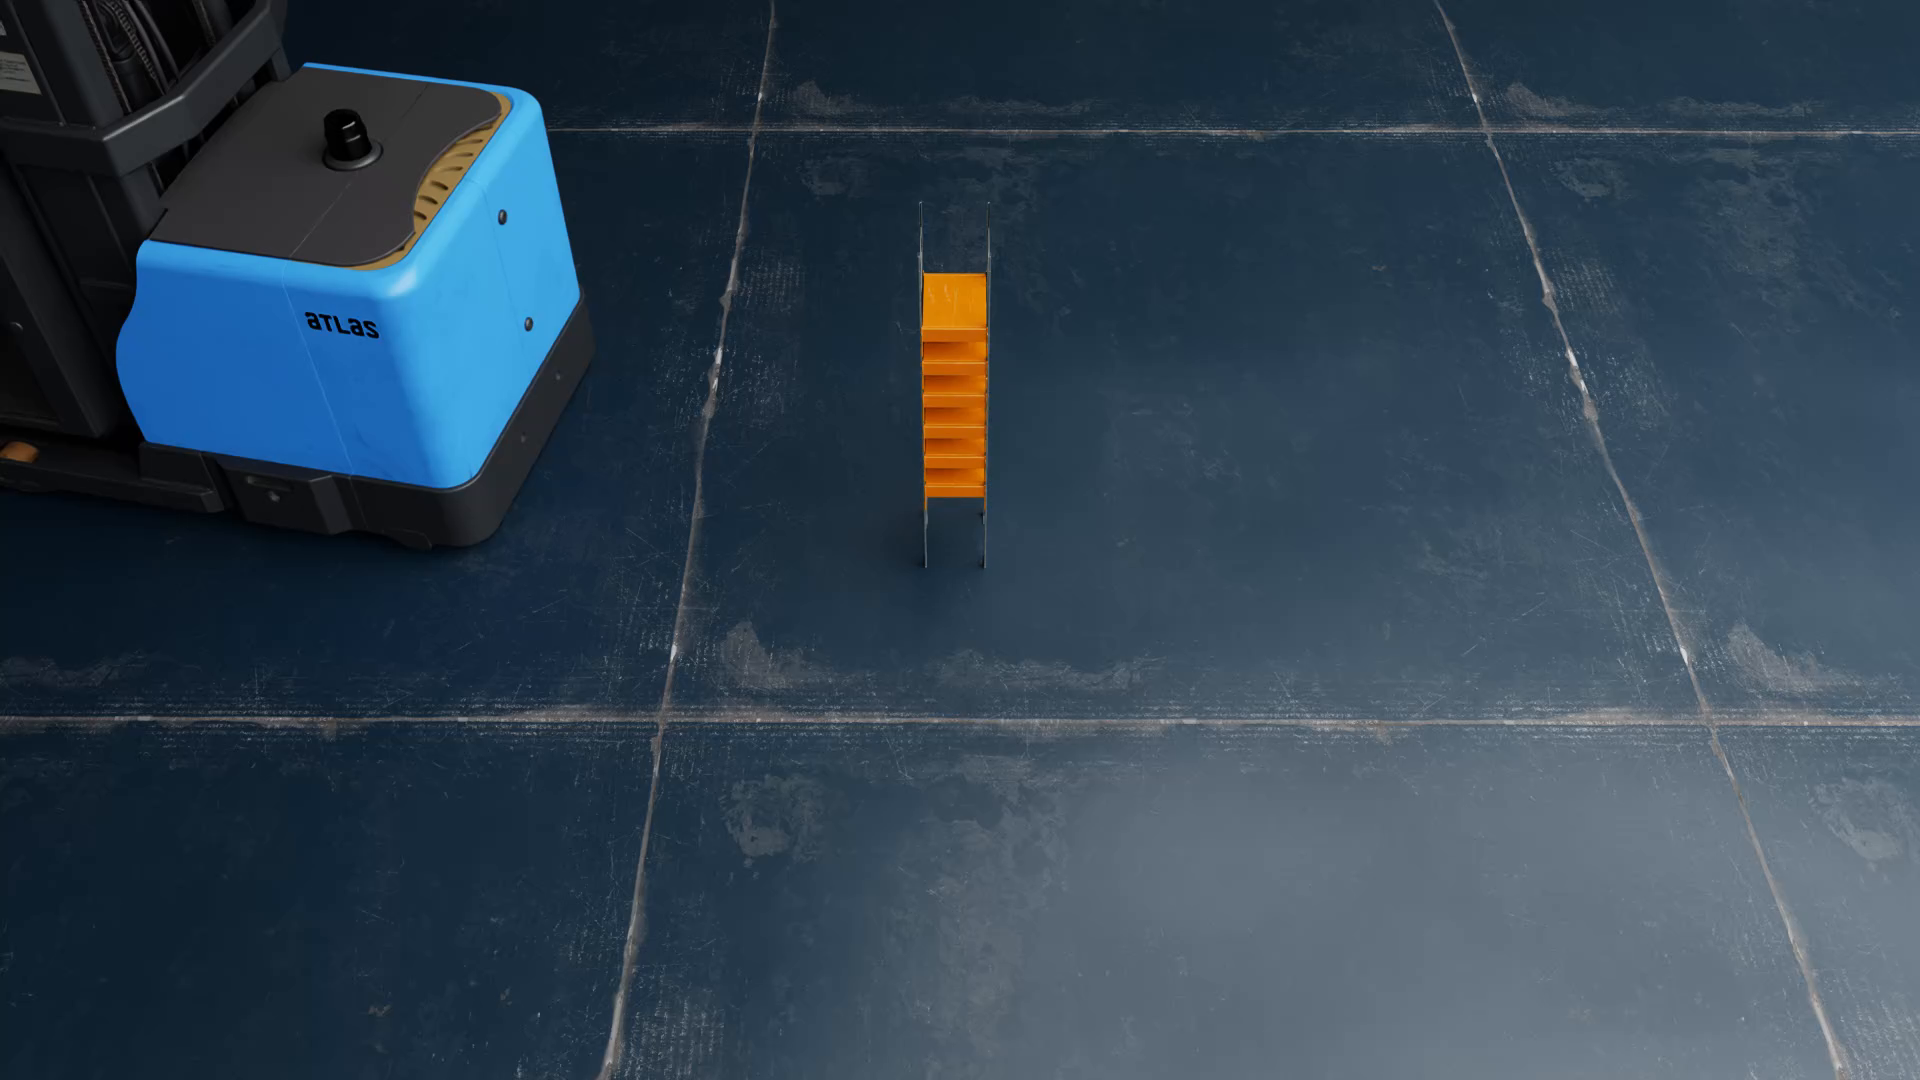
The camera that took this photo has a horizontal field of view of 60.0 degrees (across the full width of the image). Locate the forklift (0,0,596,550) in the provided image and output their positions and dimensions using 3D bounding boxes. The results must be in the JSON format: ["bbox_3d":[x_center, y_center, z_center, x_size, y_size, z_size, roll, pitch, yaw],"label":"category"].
[{"bbox_3d":[-2.833,-1.523,4.666,3.031,2.935,1.130,9,48,8],"label":"forklift"}]

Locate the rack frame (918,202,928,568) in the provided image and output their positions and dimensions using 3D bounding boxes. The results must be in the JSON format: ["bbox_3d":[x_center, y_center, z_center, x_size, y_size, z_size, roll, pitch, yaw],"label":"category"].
[{"bbox_3d":[-0.106,-0.409,4.811,0.006,1.200,0.240,0,47,0],"label":"rack frame"}]

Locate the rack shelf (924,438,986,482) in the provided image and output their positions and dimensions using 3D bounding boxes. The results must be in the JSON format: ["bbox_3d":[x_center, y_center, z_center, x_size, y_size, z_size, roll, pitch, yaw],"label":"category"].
[{"bbox_3d":[-0.014,-0.297,4.931,0.180,0.103,0.258,0,47,0],"label":"rack shelf"}]

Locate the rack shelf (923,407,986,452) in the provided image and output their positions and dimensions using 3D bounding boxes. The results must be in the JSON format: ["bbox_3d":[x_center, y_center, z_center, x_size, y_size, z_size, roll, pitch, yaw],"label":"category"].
[{"bbox_3d":[-0.014,-0.379,4.843,0.180,0.103,0.258,0,47,0],"label":"rack shelf"}]

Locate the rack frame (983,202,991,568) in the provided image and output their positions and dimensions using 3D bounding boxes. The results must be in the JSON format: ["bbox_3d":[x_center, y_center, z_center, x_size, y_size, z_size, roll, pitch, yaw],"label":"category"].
[{"bbox_3d":[0.077,-0.409,4.811,0.006,1.200,0.240,0,47,0],"label":"rack frame"}]

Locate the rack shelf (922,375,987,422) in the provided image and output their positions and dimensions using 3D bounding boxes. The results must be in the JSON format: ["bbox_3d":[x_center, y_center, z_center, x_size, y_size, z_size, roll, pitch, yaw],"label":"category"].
[{"bbox_3d":[-0.014,-0.460,4.756,0.180,0.103,0.258,0,47,0],"label":"rack shelf"}]

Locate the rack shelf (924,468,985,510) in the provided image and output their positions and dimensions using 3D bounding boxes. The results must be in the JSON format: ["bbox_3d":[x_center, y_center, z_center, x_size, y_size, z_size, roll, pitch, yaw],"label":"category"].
[{"bbox_3d":[-0.014,-0.215,5.019,0.180,0.103,0.258,0,47,0],"label":"rack shelf"}]

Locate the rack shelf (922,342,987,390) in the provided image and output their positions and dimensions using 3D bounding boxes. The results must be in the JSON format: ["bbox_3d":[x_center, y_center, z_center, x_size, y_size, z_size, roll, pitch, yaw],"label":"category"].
[{"bbox_3d":[-0.014,-0.542,4.668,0.180,0.103,0.258,0,47,0],"label":"rack shelf"}]

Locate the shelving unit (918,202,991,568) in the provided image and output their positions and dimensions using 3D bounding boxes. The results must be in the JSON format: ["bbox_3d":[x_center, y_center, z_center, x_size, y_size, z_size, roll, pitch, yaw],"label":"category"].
[{"bbox_3d":[-0.014,-0.409,4.811,0.189,1.200,0.258,0,47,0],"label":"shelving unit"}]

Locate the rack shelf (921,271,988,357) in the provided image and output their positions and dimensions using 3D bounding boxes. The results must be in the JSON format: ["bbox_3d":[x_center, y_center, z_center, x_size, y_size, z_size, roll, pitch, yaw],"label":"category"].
[{"bbox_3d":[-0.014,-0.624,4.580,0.180,0.103,0.258,0,47,0],"label":"rack shelf"}]
